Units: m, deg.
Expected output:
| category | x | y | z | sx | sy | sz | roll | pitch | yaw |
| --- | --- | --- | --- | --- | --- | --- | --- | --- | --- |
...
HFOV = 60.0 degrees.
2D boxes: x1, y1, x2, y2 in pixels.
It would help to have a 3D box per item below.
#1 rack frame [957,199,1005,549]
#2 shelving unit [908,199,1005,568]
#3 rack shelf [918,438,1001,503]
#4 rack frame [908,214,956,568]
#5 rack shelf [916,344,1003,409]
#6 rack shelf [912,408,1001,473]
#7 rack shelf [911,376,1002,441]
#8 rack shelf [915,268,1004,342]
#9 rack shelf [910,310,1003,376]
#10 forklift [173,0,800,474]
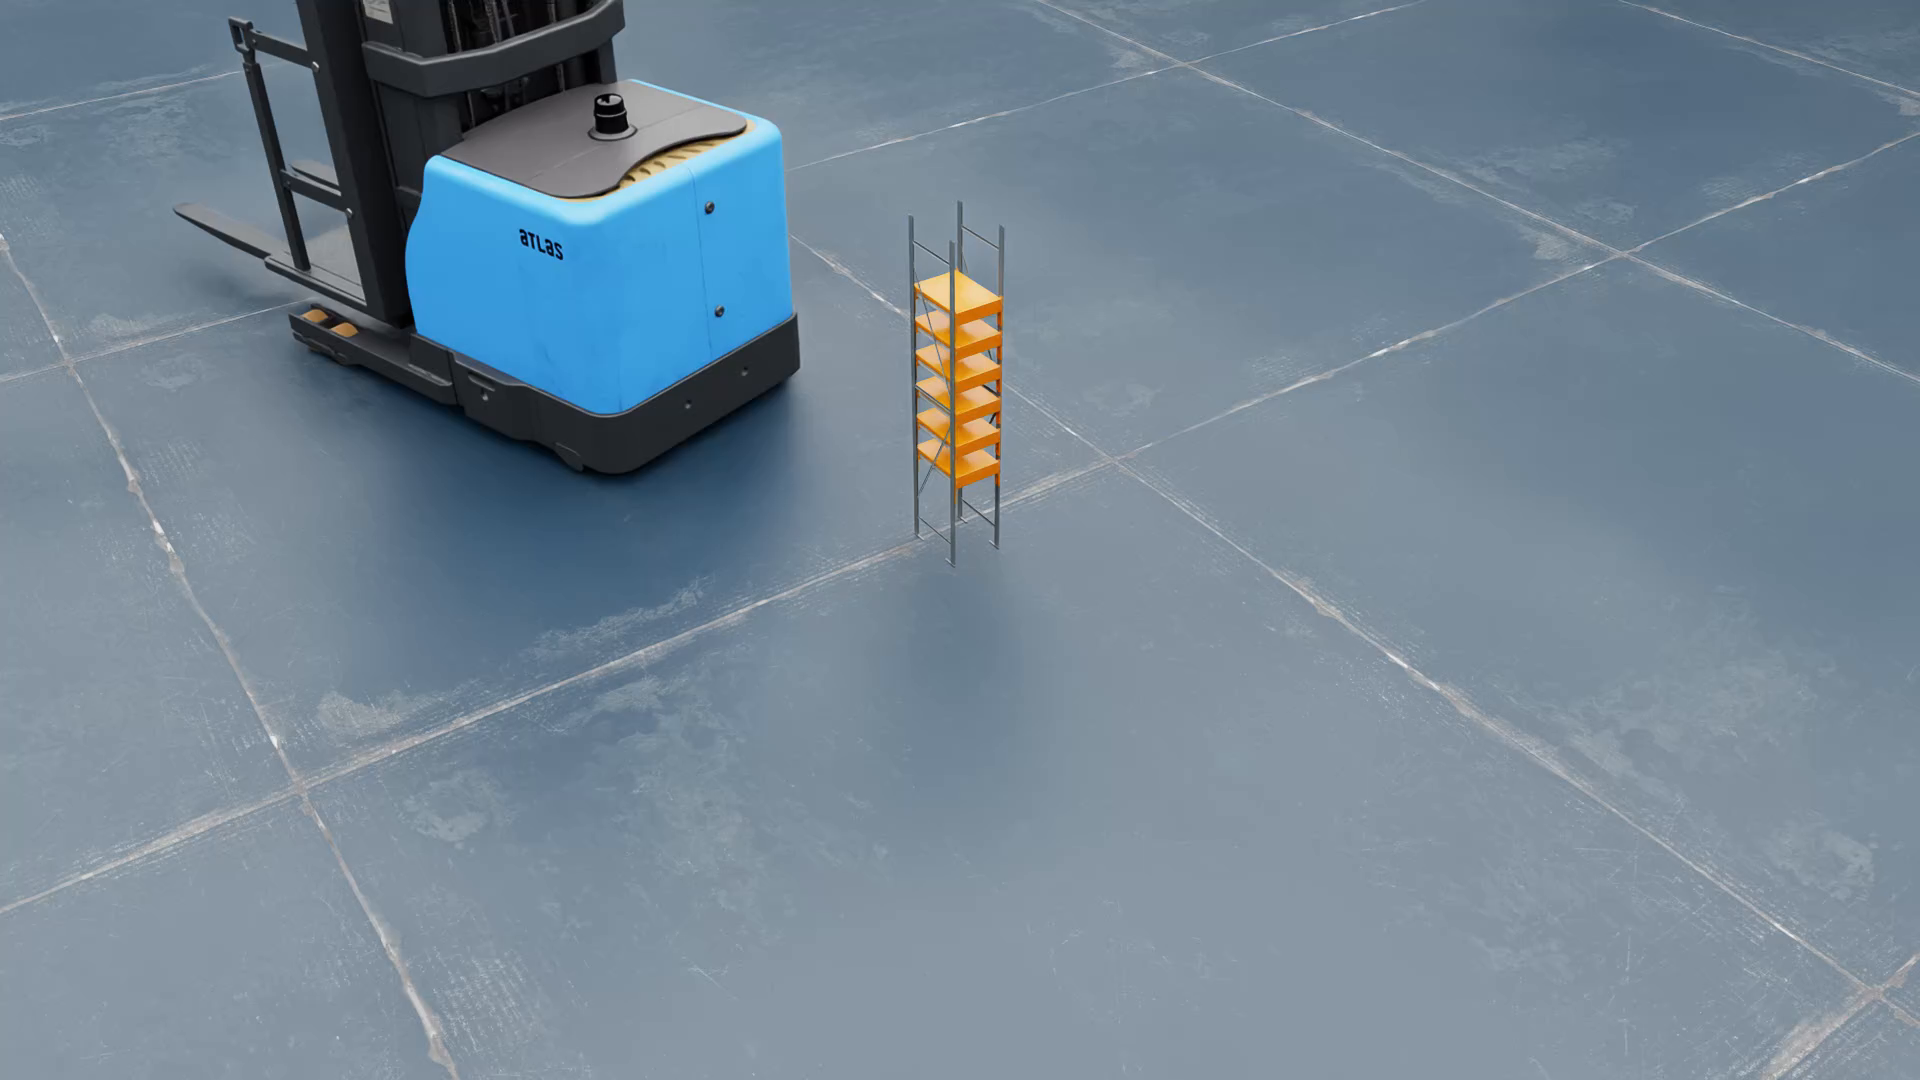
| category | x | y | z | sx | sy | sz | roll | pitch | yaw |
| --- | --- | --- | --- | --- | --- | --- | --- | --- | --- |
| rack frame | 0.063 | -0.513 | 5.436 | 0.006 | 1.200 | 0.240 | -22 | 41 | -28 |
| shelving unit | -0.012 | -0.482 | 5.393 | 0.189 | 1.200 | 0.258 | -22 | 41 | -28 |
| rack shelf | -0.012 | -0.251 | 5.559 | 0.180 | 0.103 | 0.258 | -22 | 41 | -28 |
| rack frame | -0.087 | -0.451 | 5.350 | 0.006 | 1.200 | 0.240 | -22 | 41 | -28 |
| rack shelf | -0.012 | -0.544 | 5.349 | 0.180 | 0.103 | 0.258 | -22 | 41 | -28 |
| rack shelf | -0.012 | -0.349 | 5.489 | 0.180 | 0.103 | 0.258 | -22 | 41 | -28 |
| rack shelf | -0.012 | -0.446 | 5.419 | 0.180 | 0.103 | 0.258 | -22 | 41 | -28 |
| rack shelf | -0.012 | -0.738 | 5.209 | 0.180 | 0.103 | 0.258 | -22 | 41 | -28 |
| rack shelf | -0.012 | -0.641 | 5.279 | 0.180 | 0.103 | 0.258 | -22 | 41 | -28 |
| forklift | -2.114 | -2.120 | 6.187 | 3.031 | 2.935 | 1.130 | 24 | 42 | 29 |
